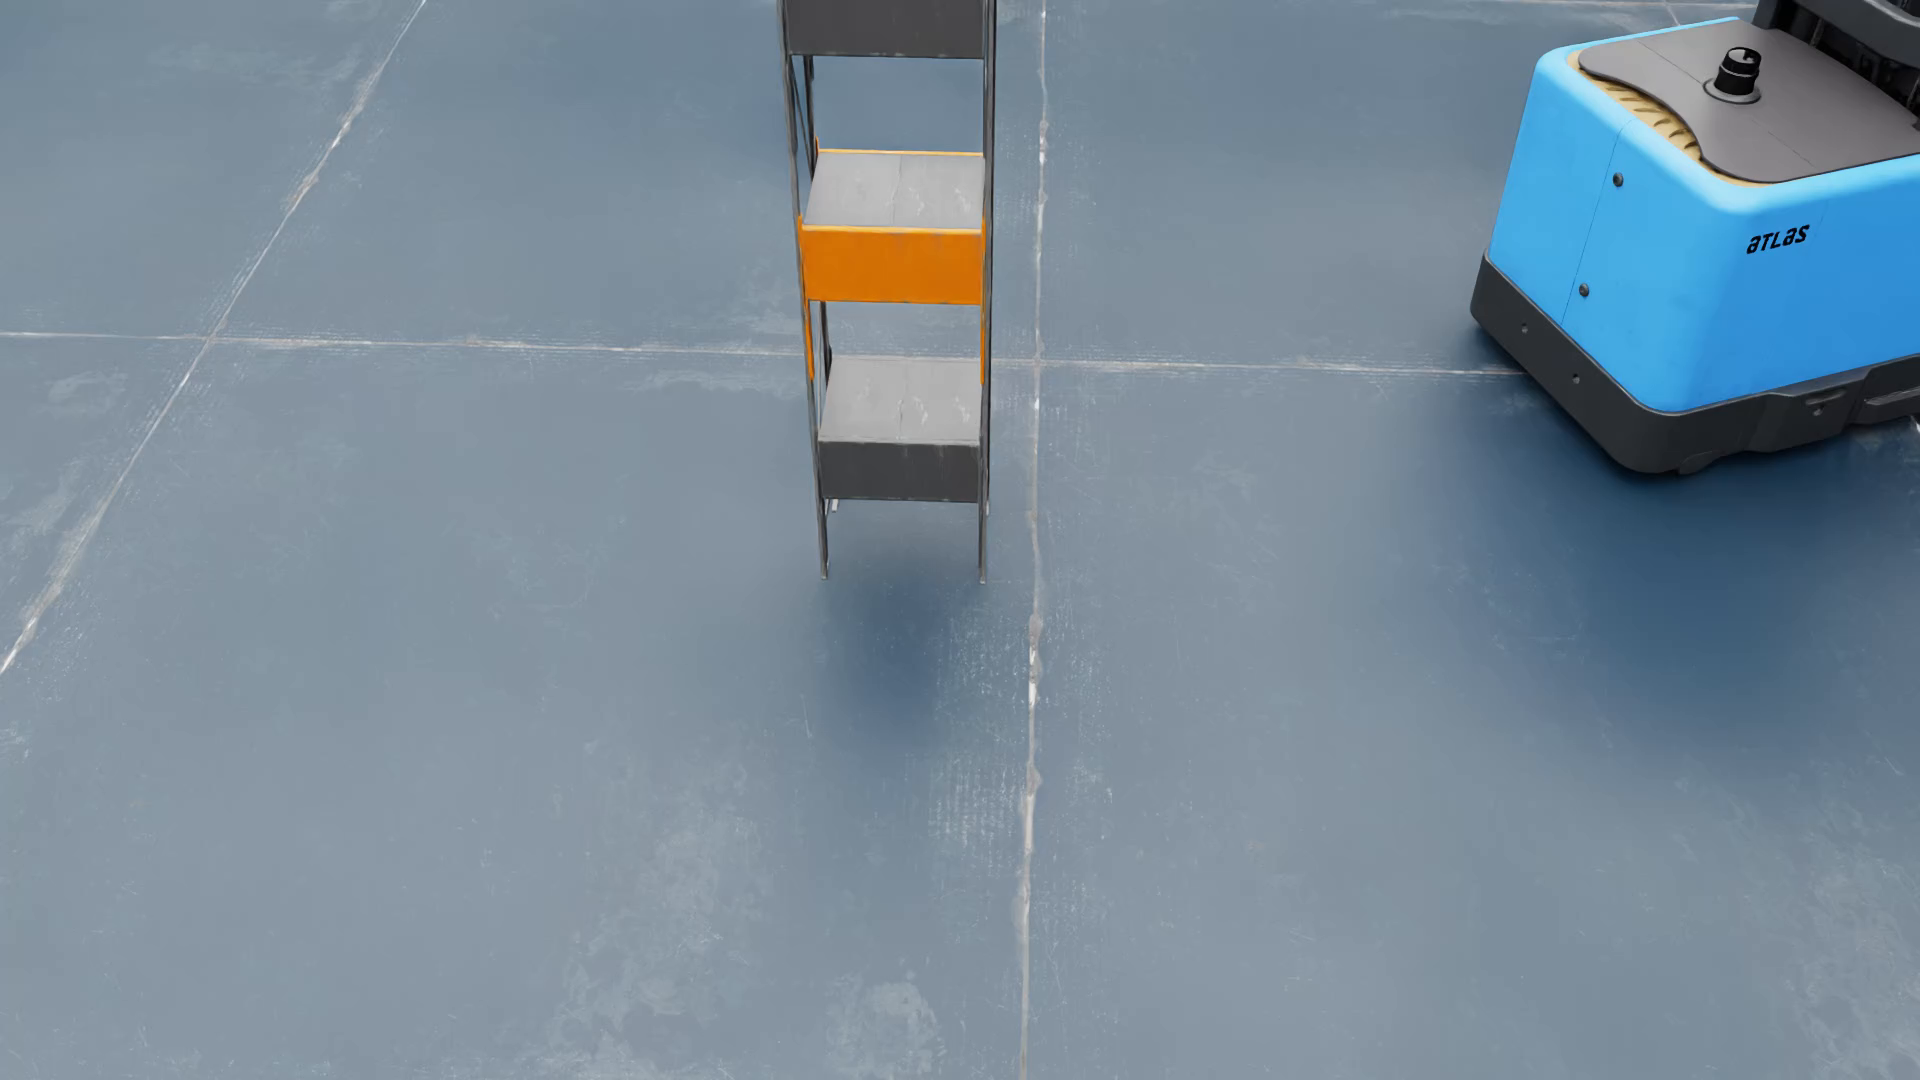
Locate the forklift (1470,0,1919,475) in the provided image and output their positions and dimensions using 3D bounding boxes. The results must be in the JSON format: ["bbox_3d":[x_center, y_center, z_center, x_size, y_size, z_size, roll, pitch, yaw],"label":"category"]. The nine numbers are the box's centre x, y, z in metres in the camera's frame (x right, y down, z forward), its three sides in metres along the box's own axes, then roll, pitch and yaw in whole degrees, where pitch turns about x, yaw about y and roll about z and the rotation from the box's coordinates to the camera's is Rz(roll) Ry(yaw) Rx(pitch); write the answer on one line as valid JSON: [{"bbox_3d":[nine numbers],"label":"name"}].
[{"bbox_3d":[3.424,-1.895,5.134,3.031,2.935,1.130,-14,45,-14],"label":"forklift"}]

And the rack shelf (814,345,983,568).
[{"bbox_3d":[-0.165,-0.251,5.026,0.480,0.518,0.431,2,43,2],"label":"rack shelf"}]

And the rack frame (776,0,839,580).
[{"bbox_3d":[-0.409,-0.781,4.548,0.015,2.100,0.400,2,43,2],"label":"rack frame"}]

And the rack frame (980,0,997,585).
[{"bbox_3d":[0.078,-0.766,4.532,0.015,2.100,0.400,2,43,2],"label":"rack frame"}]

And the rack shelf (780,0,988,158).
[{"bbox_3d":[-0.165,-1.276,4.072,0.480,0.518,0.431,2,43,2],"label":"rack shelf"}]

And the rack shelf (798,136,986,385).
[{"bbox_3d":[-0.165,-0.763,4.549,0.480,0.518,0.431,2,43,2],"label":"rack shelf"}]

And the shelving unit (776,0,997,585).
[{"bbox_3d":[-0.165,-0.773,4.540,0.503,2.100,0.431,2,43,2],"label":"shelving unit"}]
